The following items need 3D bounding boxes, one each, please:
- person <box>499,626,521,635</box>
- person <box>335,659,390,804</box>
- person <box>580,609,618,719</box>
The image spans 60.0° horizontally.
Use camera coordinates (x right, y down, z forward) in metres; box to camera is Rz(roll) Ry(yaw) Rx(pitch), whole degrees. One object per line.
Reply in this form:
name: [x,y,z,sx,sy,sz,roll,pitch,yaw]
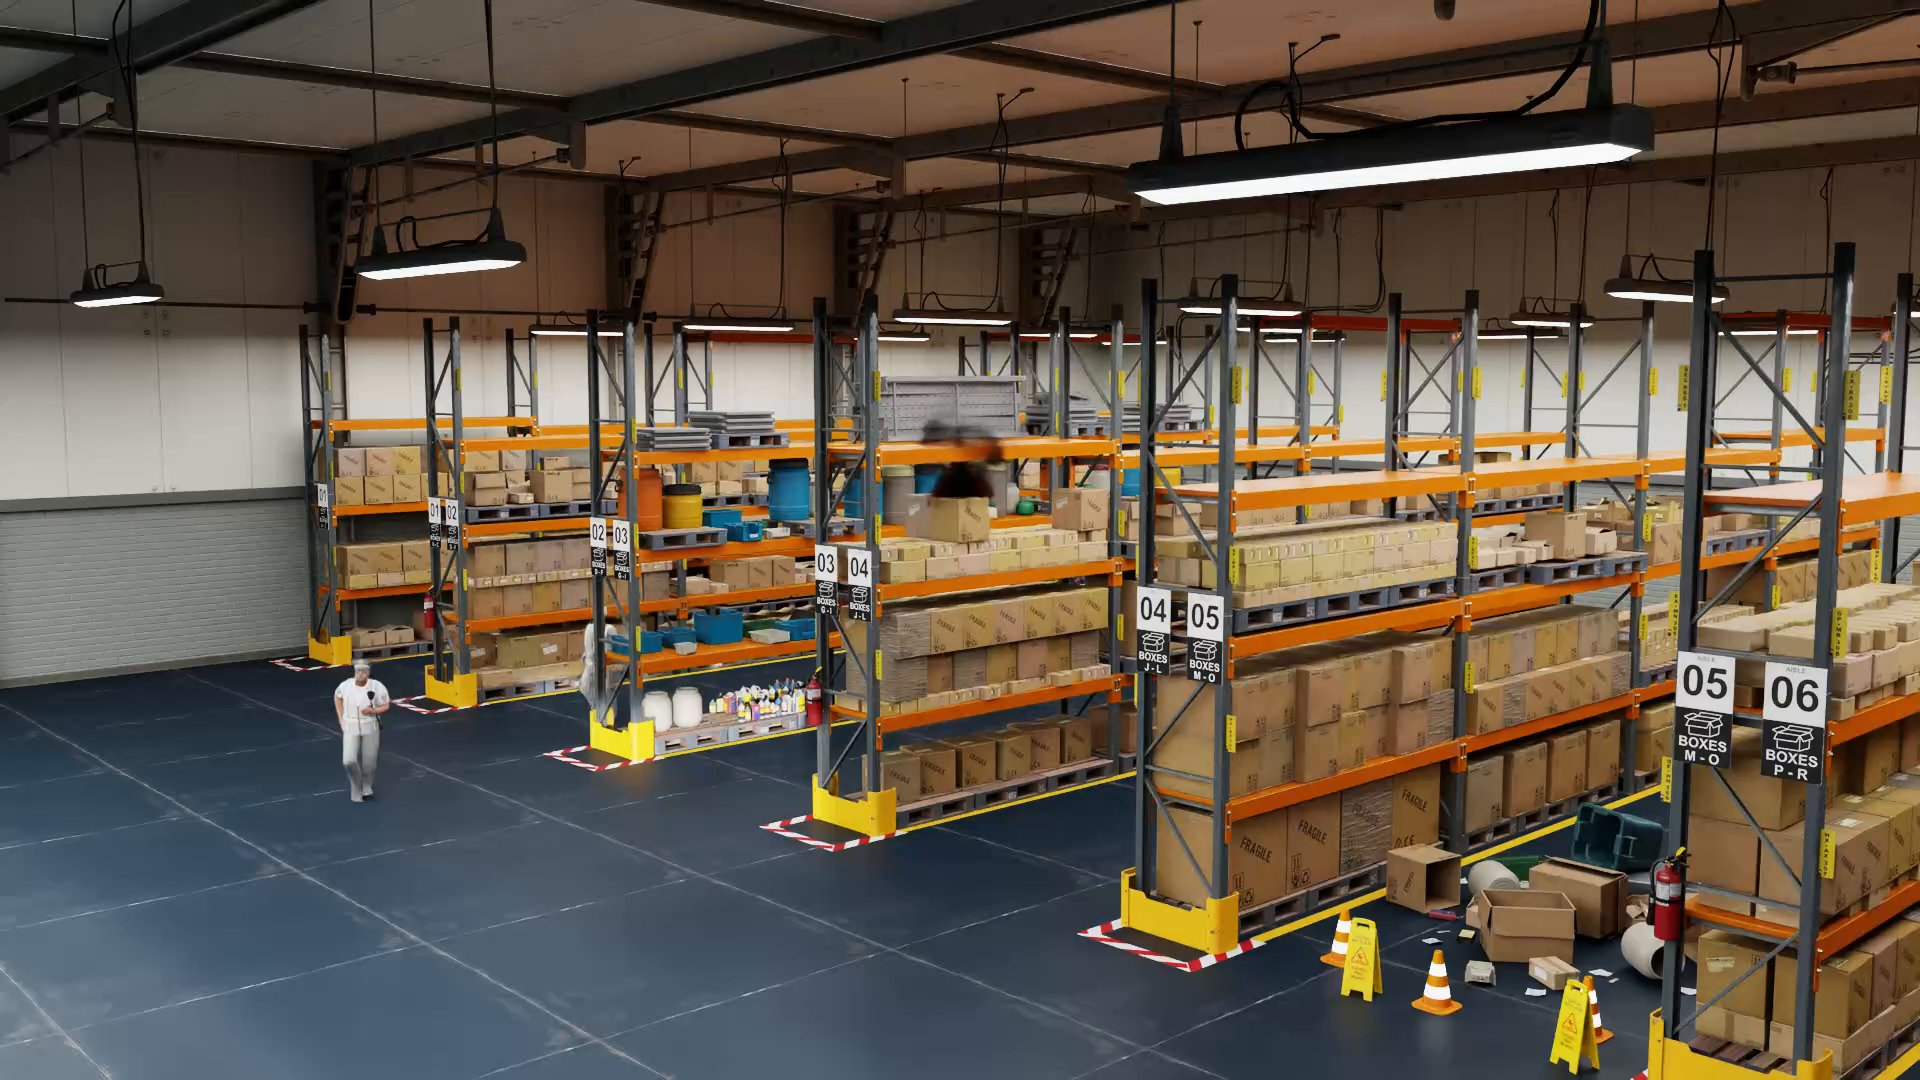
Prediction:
person: [-7.626,1.512,28.487,0.614,1.602,0.575,5,8,41]
person: [-7.169,2.287,19.948,0.645,1.782,0.762,-1,6,-14]
person: [-5.302,1.828,24.294,0.667,1.748,0.752,2,6,19]
